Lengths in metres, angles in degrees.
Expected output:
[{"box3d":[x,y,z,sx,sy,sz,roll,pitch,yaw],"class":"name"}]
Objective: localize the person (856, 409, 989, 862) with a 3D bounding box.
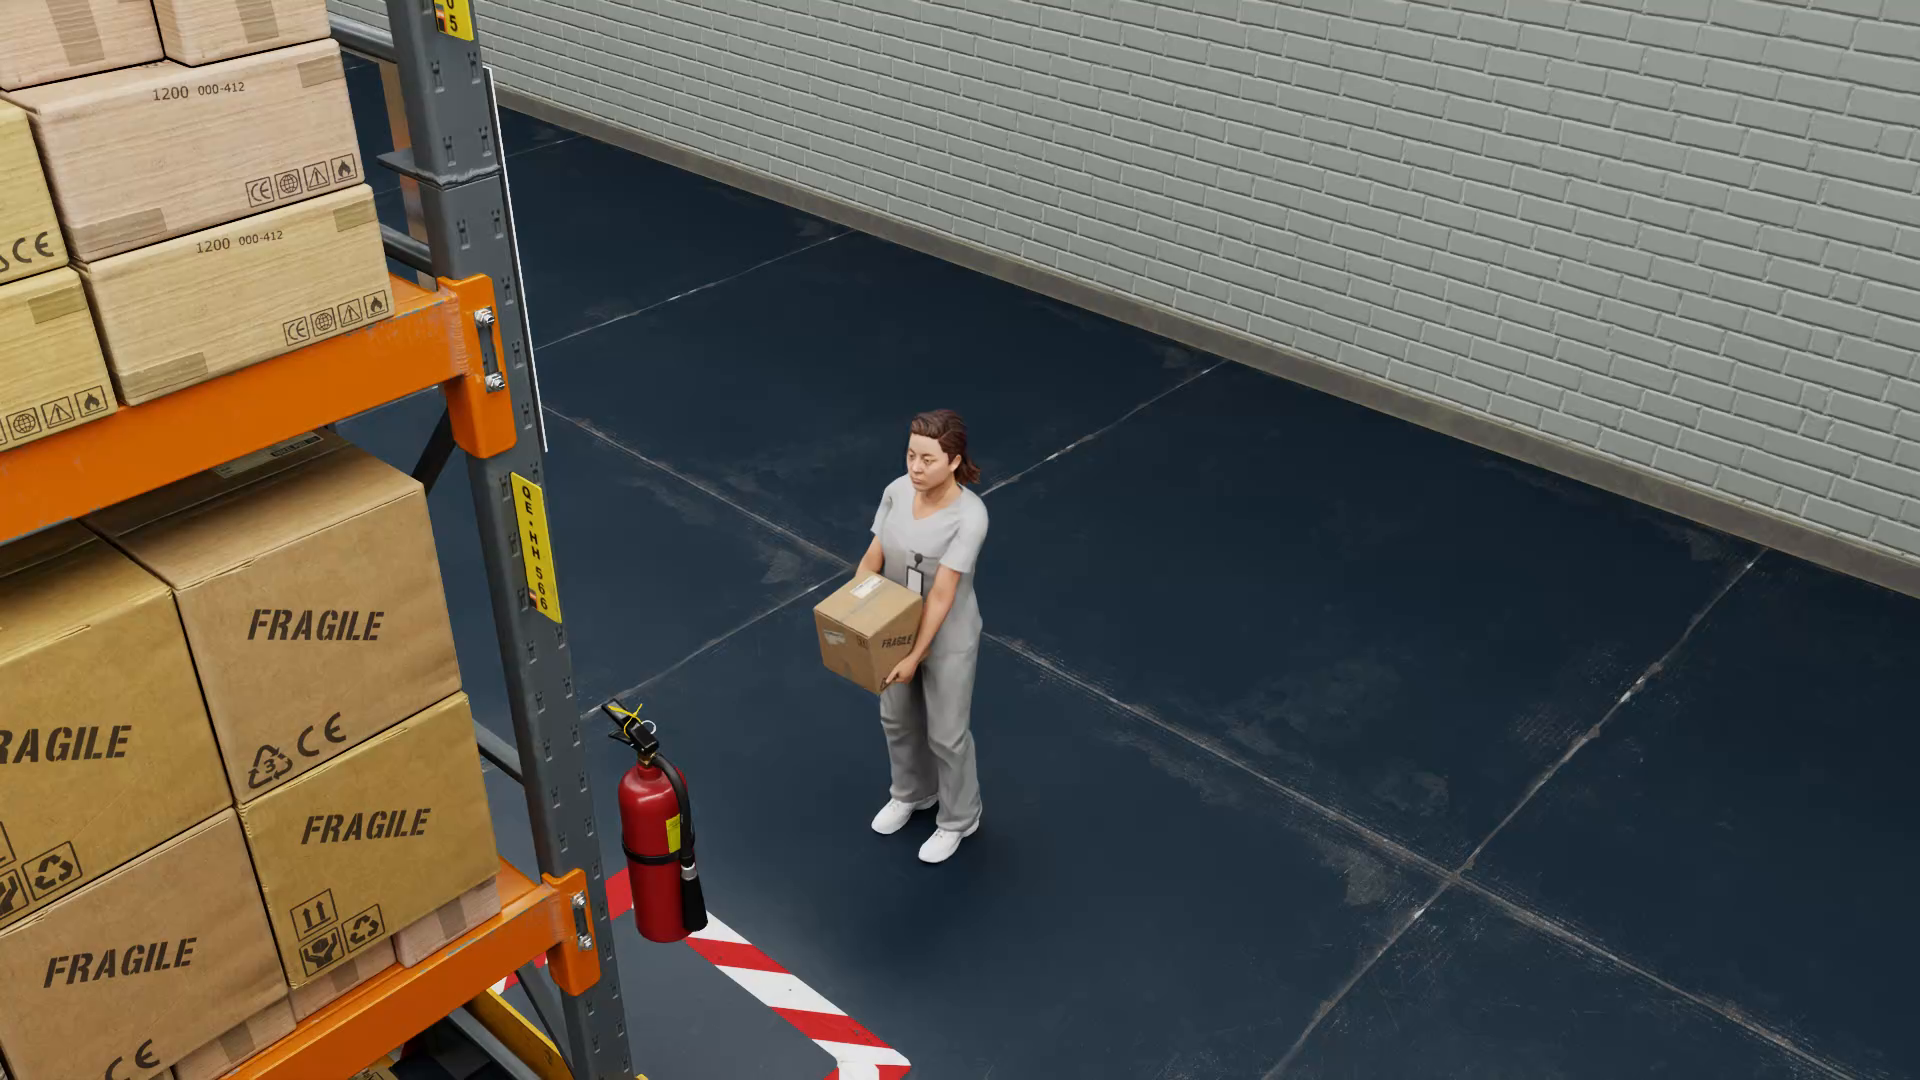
[{"box3d":[-0.154,0.362,5.559,0.409,1.664,0.522,25,39,35],"class":"person"}]
